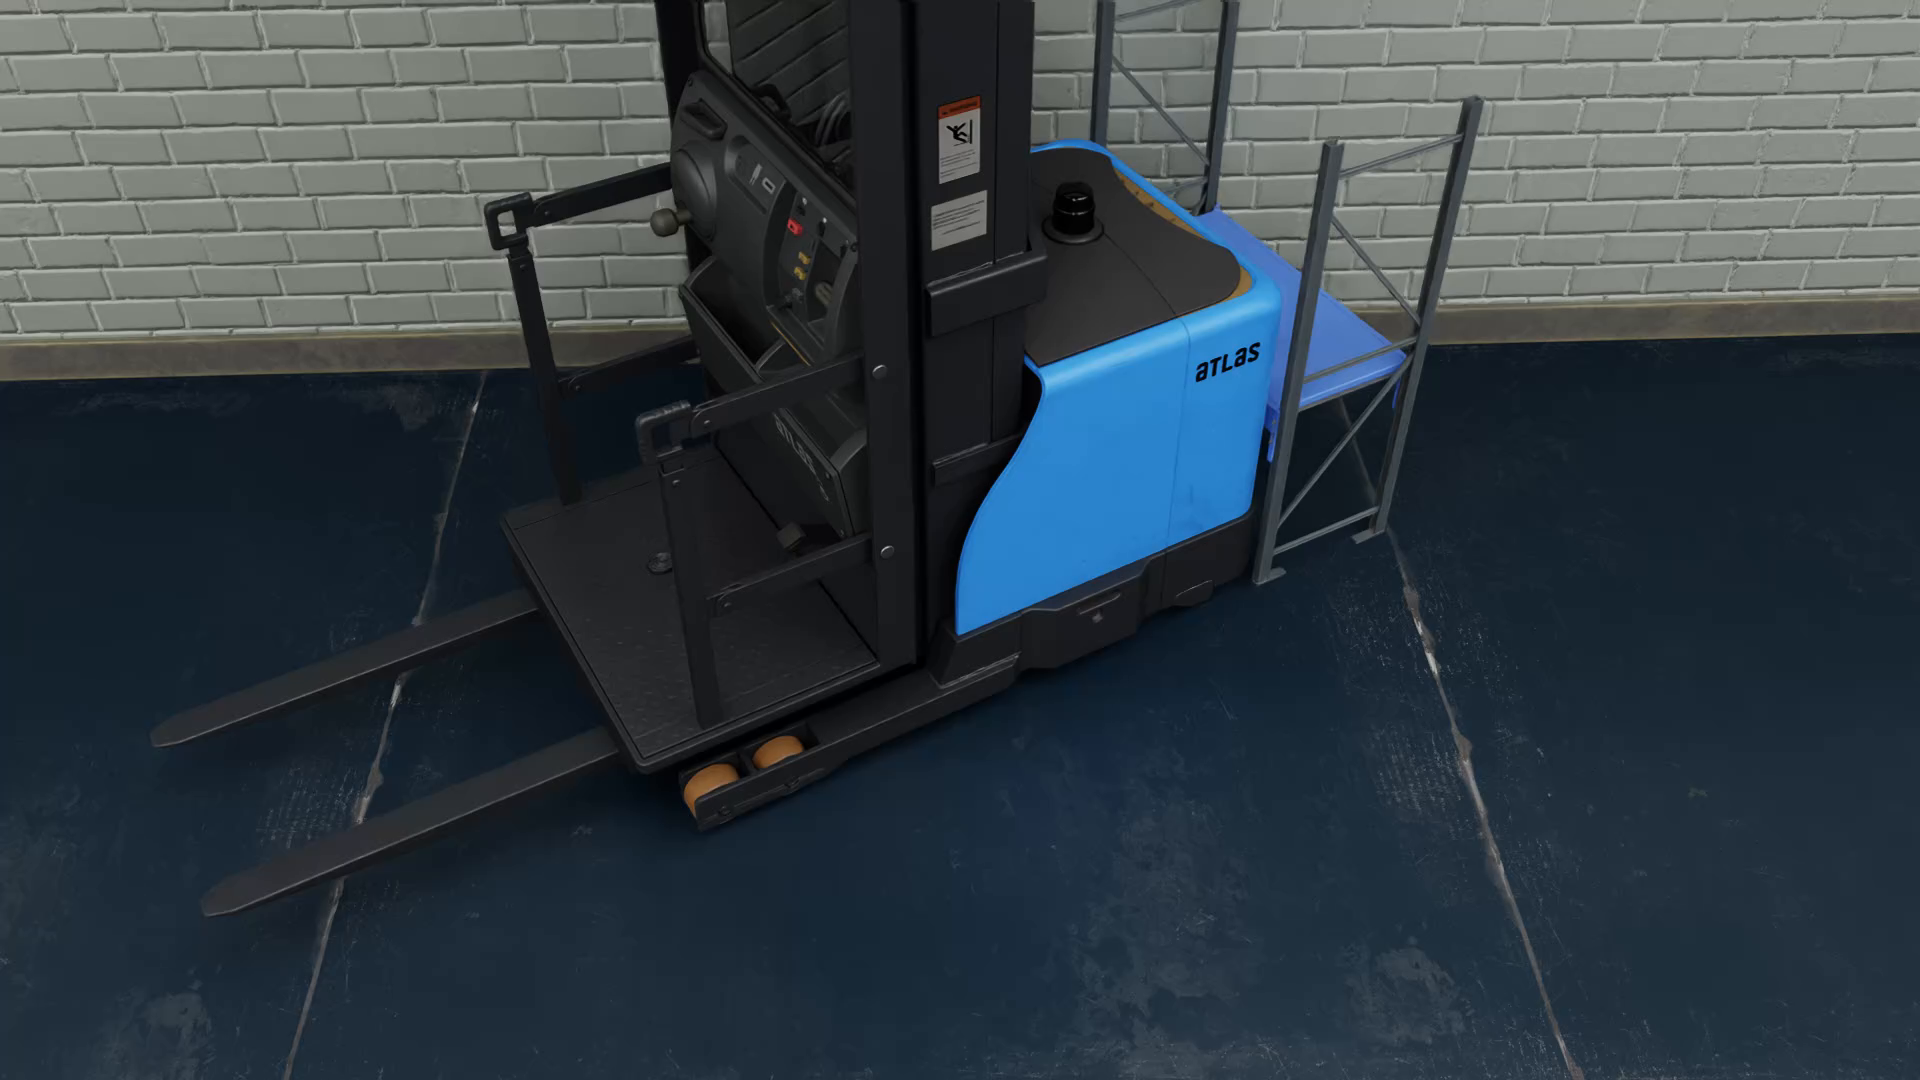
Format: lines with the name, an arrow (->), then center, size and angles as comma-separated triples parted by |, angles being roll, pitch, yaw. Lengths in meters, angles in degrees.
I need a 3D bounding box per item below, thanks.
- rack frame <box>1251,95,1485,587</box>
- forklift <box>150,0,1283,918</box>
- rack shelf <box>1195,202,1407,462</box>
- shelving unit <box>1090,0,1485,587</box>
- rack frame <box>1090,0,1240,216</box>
rack frame -> 1.121, -0.503, 4.689 | 0.500, 1.500, 0.032 | -21, 46, -21
forklift -> -0.655, -0.733, 3.881 | 3.031, 2.935, 1.130 | -22, 47, -22
rack shelf -> 0.871, -0.669, 5.136 | 0.538, 0.185, 1.000 | -21, 46, -21
shelving unit -> 0.871, -0.802, 5.015 | 0.538, 1.500, 1.048 | -21, 46, -21
rack frame -> 0.620, -1.101, 5.341 | 0.500, 1.500, 0.032 | -21, 46, -21
